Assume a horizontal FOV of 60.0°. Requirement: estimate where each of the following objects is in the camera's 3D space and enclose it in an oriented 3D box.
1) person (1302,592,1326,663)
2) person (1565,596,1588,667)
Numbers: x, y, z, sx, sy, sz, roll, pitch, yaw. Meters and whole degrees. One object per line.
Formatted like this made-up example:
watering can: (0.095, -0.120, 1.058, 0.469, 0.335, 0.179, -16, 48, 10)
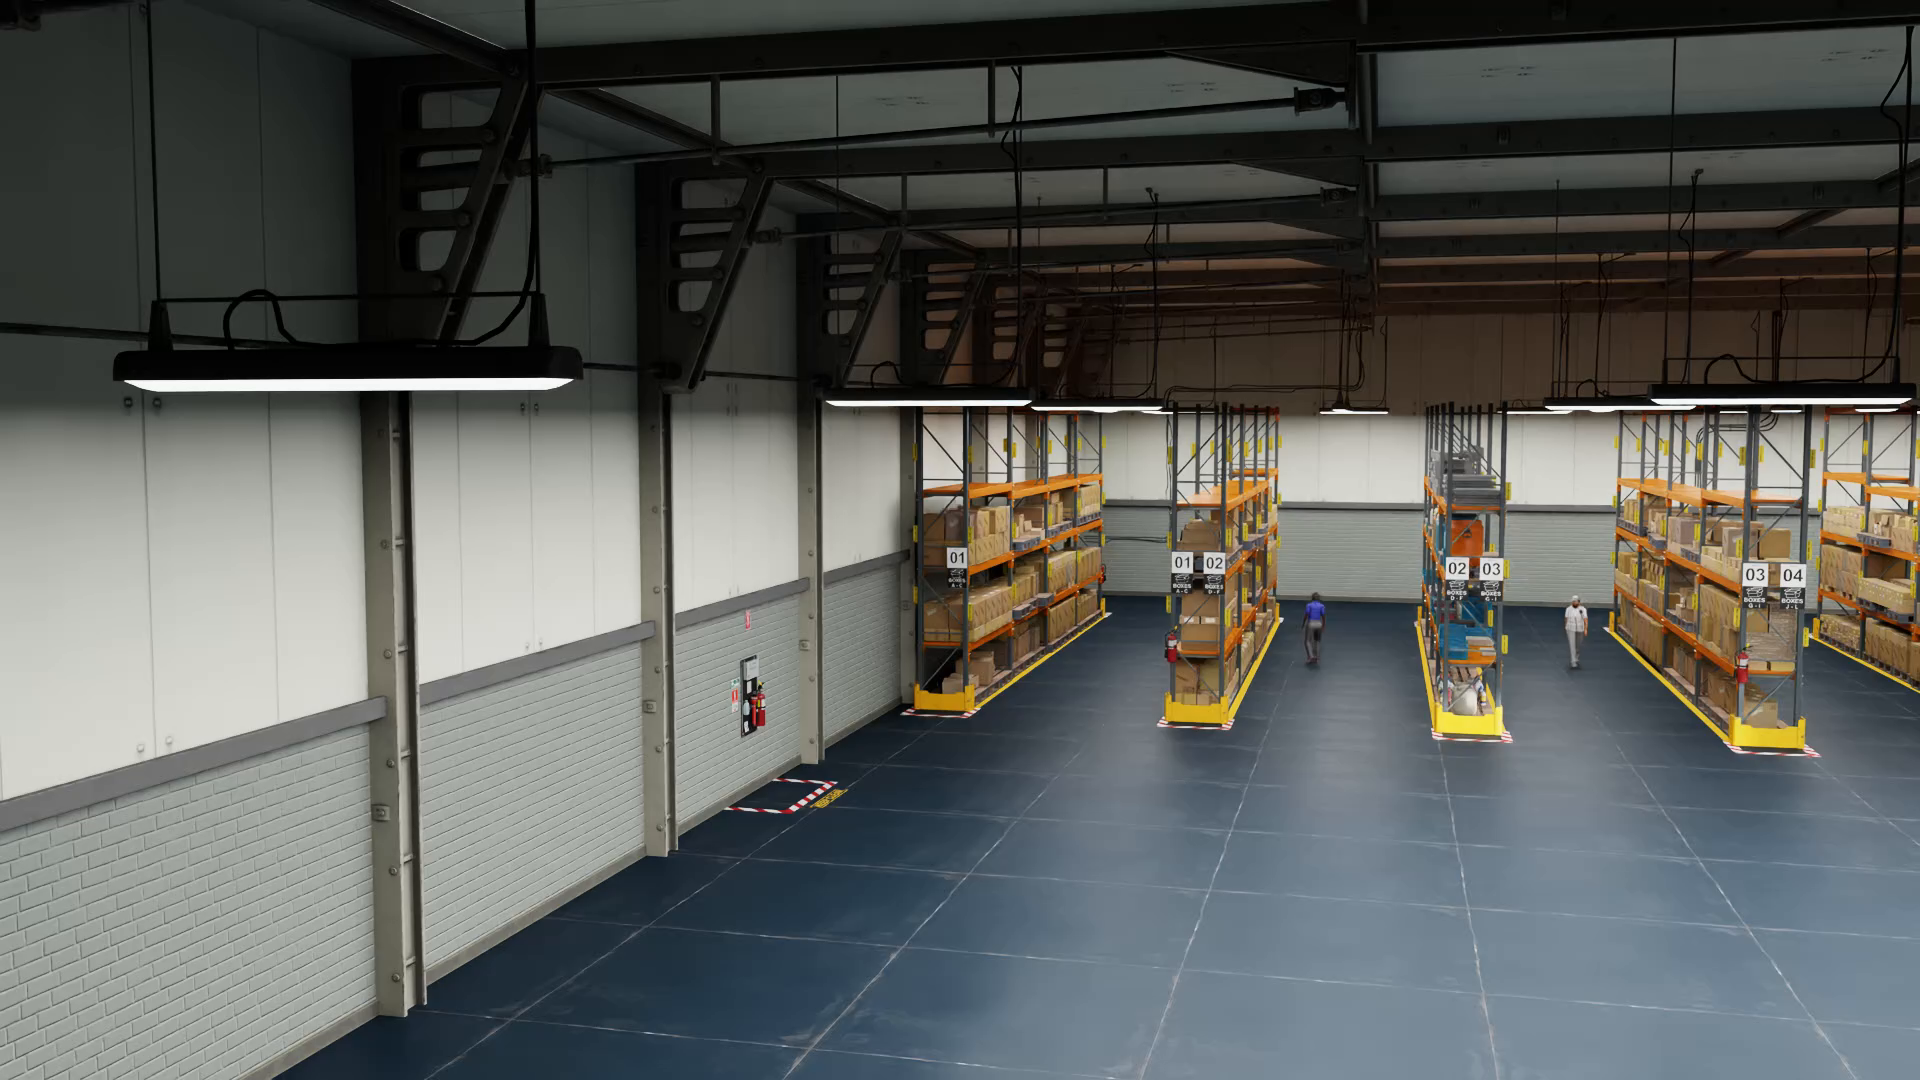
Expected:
person: (8.286, 2.052, 38.792, 0.518, 1.644, 0.567, 0, 4, -3)
person: (14.194, 2.077, 38.275, 0.472, 1.605, 1.022, 1, 4, 11)
